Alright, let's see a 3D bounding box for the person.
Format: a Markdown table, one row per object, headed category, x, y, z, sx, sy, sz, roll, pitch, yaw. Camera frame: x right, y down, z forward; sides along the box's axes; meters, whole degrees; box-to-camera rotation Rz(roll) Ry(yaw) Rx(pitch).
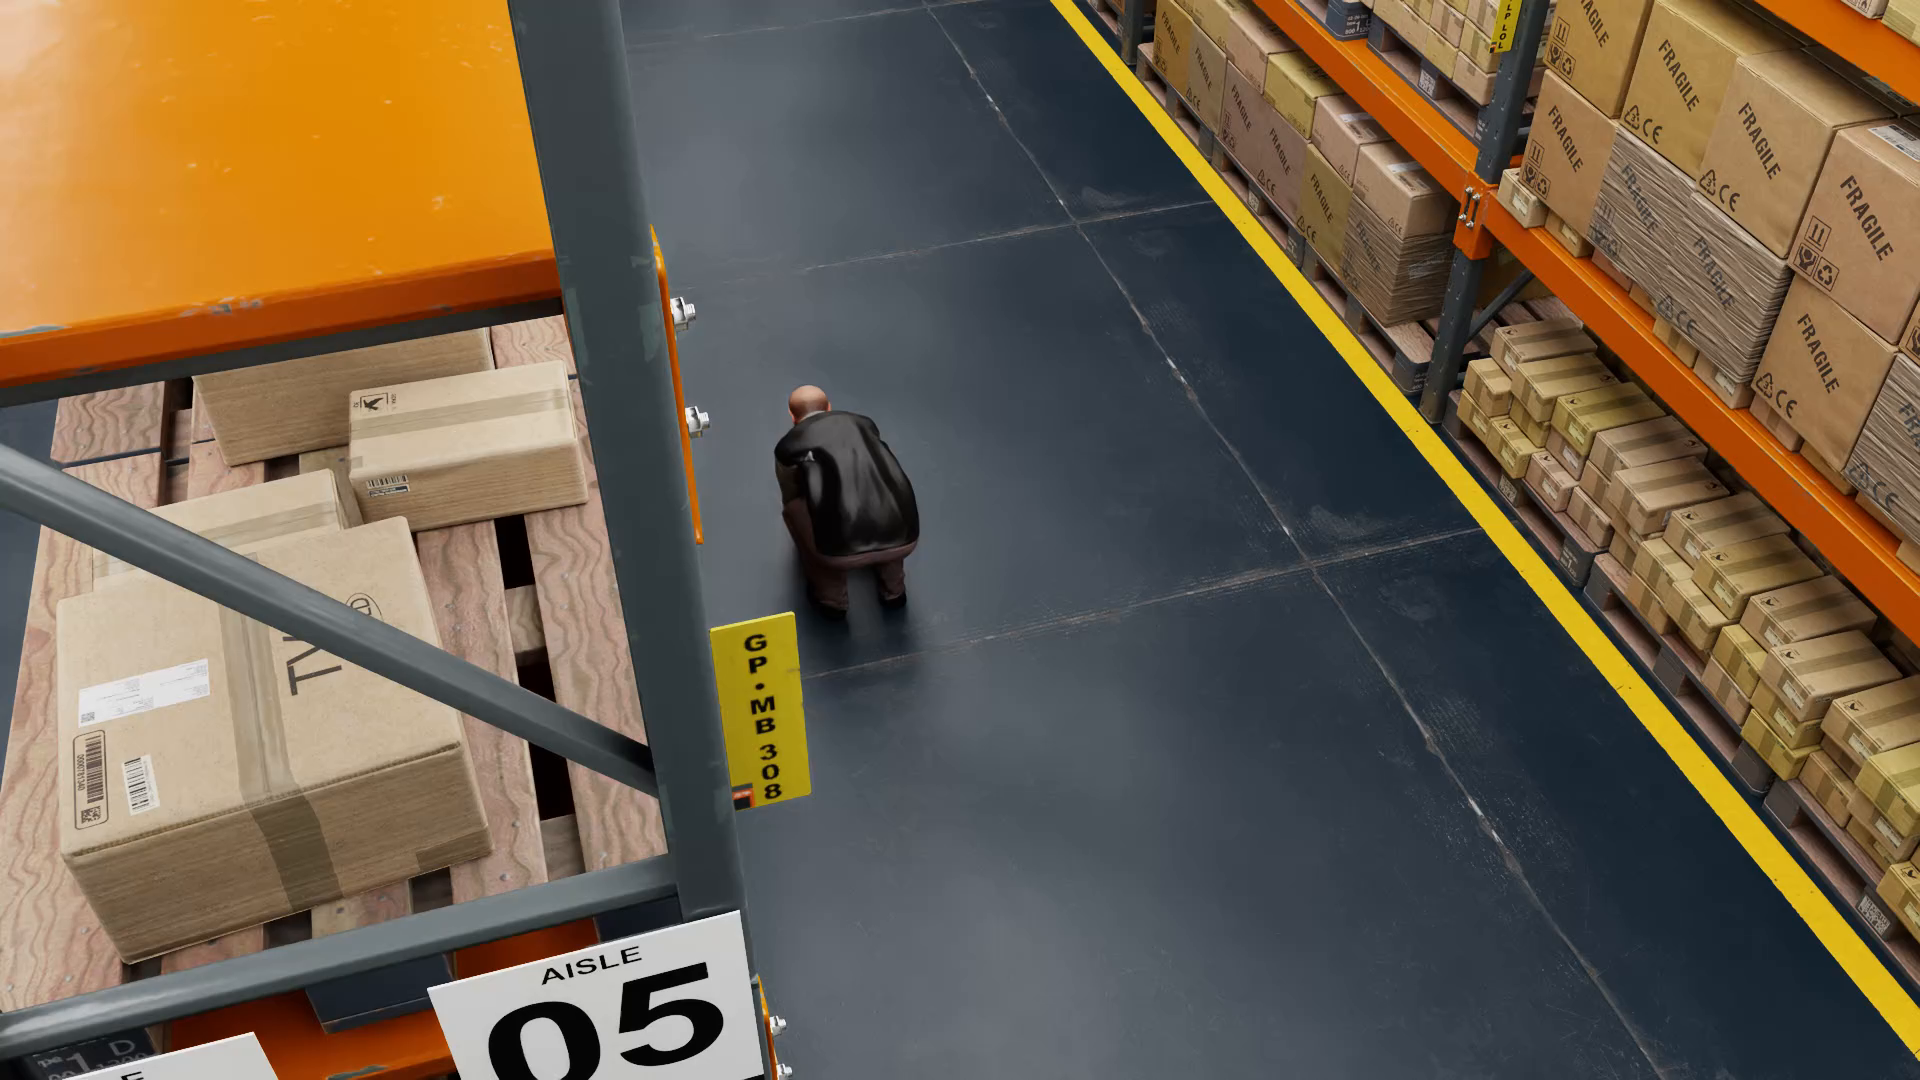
| category | x | y | z | sx | sy | sz | roll | pitch | yaw |
| --- | --- | --- | --- | --- | --- | --- | --- | --- | --- |
| person | -0.493 | -0.138 | 7.073 | 0.508 | 0.776 | 0.935 | -13 | 44 | -14 |
